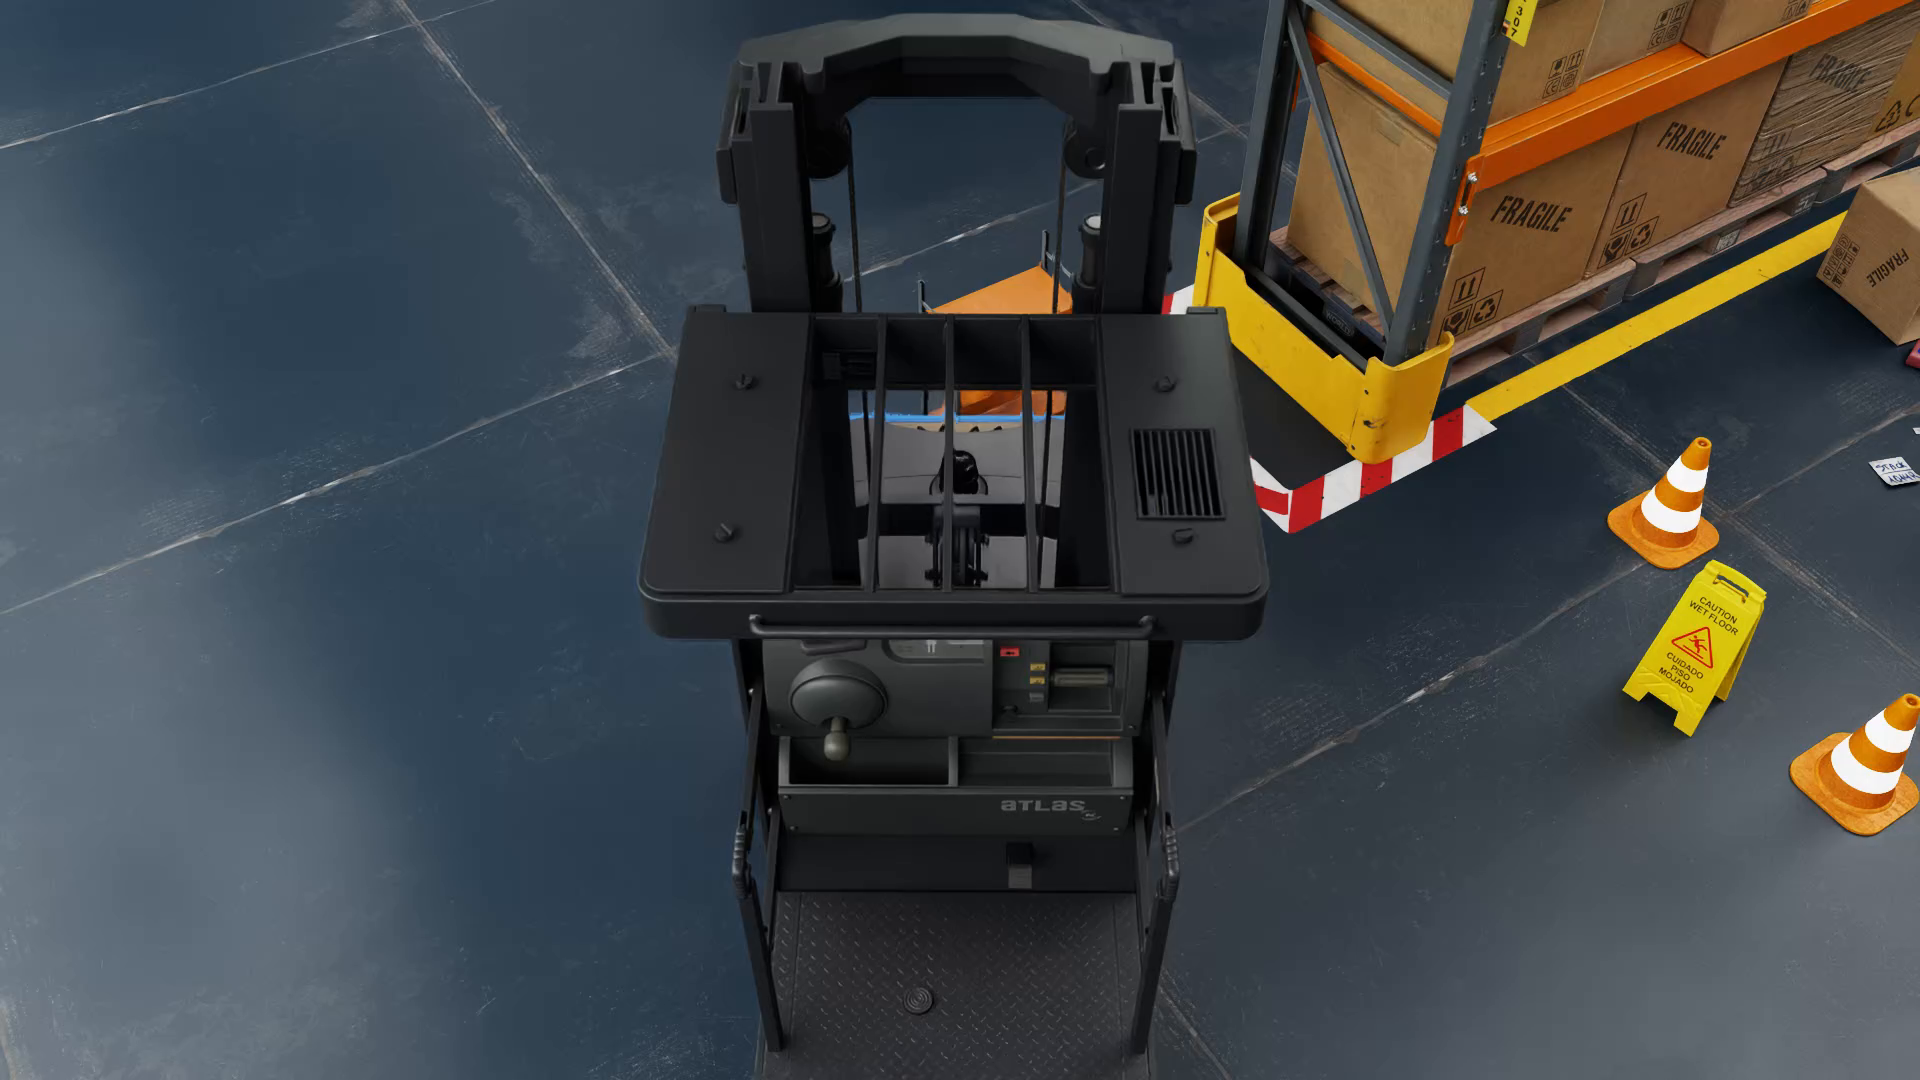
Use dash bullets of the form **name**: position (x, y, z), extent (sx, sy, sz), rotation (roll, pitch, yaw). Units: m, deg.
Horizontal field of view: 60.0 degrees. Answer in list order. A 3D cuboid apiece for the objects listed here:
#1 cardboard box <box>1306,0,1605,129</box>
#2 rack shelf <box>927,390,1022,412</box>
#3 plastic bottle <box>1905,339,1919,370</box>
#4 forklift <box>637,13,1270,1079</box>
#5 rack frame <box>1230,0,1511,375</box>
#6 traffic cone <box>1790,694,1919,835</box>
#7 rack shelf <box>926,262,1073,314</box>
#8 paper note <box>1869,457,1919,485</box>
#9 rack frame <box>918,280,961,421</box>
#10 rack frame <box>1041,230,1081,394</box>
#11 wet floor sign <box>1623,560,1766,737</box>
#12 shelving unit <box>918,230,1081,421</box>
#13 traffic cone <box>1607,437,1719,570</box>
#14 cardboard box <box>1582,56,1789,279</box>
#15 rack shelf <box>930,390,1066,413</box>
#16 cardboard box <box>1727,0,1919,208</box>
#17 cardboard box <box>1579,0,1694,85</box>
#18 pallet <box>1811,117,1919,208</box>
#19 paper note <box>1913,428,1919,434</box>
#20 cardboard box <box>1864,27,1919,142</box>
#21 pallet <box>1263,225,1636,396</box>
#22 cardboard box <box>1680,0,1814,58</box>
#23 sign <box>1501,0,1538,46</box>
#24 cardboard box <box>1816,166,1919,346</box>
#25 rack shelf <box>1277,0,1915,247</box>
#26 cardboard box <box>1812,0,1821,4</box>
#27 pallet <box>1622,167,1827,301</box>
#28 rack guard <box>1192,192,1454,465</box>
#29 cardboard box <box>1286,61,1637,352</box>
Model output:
- **cardboard box**: position (1.737, -1.947, 5.875), extent (0.550, 0.550, 0.875), rotation (-25, 53, -21)
- **rack shelf**: position (0.140, -0.569, 5.744), extent (0.480, 0.148, 0.258), rotation (-25, 53, -21)
- **plastic bottle**: position (4.067, -0.721, 6.851), extent (0.283, 0.061, 0.133), rotation (30, 55, 24)
- **forklift**: position (-0.009, 0.442, 3.894), extent (1.130, 2.935, 3.031), rotation (0, 48, 0)
- **rack frame**: position (1.447, -1.721, 5.774), extent (0.127, 3.000, 1.000), rotation (-25, 53, -21)
- **traffic cone**: position (2.969, 0.657, 5.355), extent (0.334, 0.463, 0.336), rotation (-25, 53, -21)
- **rack shelf**: position (0.140, -0.726, 5.567), extent (0.480, 0.148, 0.258), rotation (-25, 53, -21)
- **paper note**: position (3.644, -0.269, 6.470), extent (0.142, 0.017, 0.144), rotation (-9, 49, -8)
- **rack frame**: position (-0.066, -0.368, 5.774), extent (0.015, 1.200, 0.240), rotation (-25, 53, -21)
- **rack frame**: position (0.346, -0.562, 5.947), extent (0.015, 1.200, 0.240), rotation (-25, 53, -21)
- **wet floor sign**: position (2.479, 0.324, 5.529), extent (0.232, 0.644, 0.267), rotation (-34, 57, -27)
- **shelving unit**: position (0.140, -0.465, 5.861), extent (0.503, 1.200, 0.258), rotation (-25, 53, -21)
- **traffic cone**: position (2.654, -0.192, 6.111), extent (0.334, 0.463, 0.336), rotation (-25, 53, -21)
- **cardboard box**: position (2.728, -1.818, 7.002), extent (0.875, 0.875, 0.875), rotation (-26, 53, -21)
- **rack shelf**: position (0.140, -0.420, 5.911), extent (0.480, 0.148, 0.258), rotation (-25, 53, -21)
- **cardboard box**: position (3.500, -2.180, 7.324), extent (0.875, 0.875, 0.875), rotation (-25, 53, -21)
- **cardboard box**: position (2.190, -2.180, 6.082), extent (0.550, 0.550, 0.875), rotation (-25, 53, -21)
- **pallet**: position (4.145, -2.134, 8.009), extent (1.213, 0.211, 1.003), rotation (-25, 53, -21)
- **paper note**: position (3.869, -0.437, 6.632), extent (0.123, 0.001, 0.032), rotation (-2, 48, -1)
- **cardboard box**: position (4.261, -2.541, 7.646), extent (0.875, 0.875, 0.875), rotation (-24, 53, -20)
- **pallet**: position (2.082, -1.161, 7.143), extent (1.213, 0.211, 1.003), rotation (-25, 53, -21)
- **cardboard box**: position (2.731, -2.324, 6.211), extent (0.550, 0.550, 0.875), rotation (-25, 53, -21)
- **sign**: position (1.738, -1.682, 5.107), extent (0.005, 0.325, 0.100), rotation (-25, 53, -21)
- **cardboard box**: position (4.065, -1.217, 6.998), extent (0.500, 0.500, 0.500), rotation (-17, 51, -15)
- **rack shelf**: position (3.139, -2.278, 6.752), extent (4.000, 0.370, 1.077), rotation (-25, 53, -21)
- **cardboard box**: position (3.157, -2.561, 6.422), extent (0.500, 0.550, 0.875), rotation (-25, 53, -21)
- **pallet**: position (3.112, -1.645, 7.573), extent (1.213, 0.211, 1.003), rotation (-25, 53, -21)
- **rack guard**: position (1.427, -0.880, 6.699), extent (0.348, 0.500, 1.175), rotation (-25, 53, -21)
- **cardboard box**: position (1.985, -1.466, 6.688), extent (0.875, 0.875, 0.875), rotation (-25, 53, -21)
